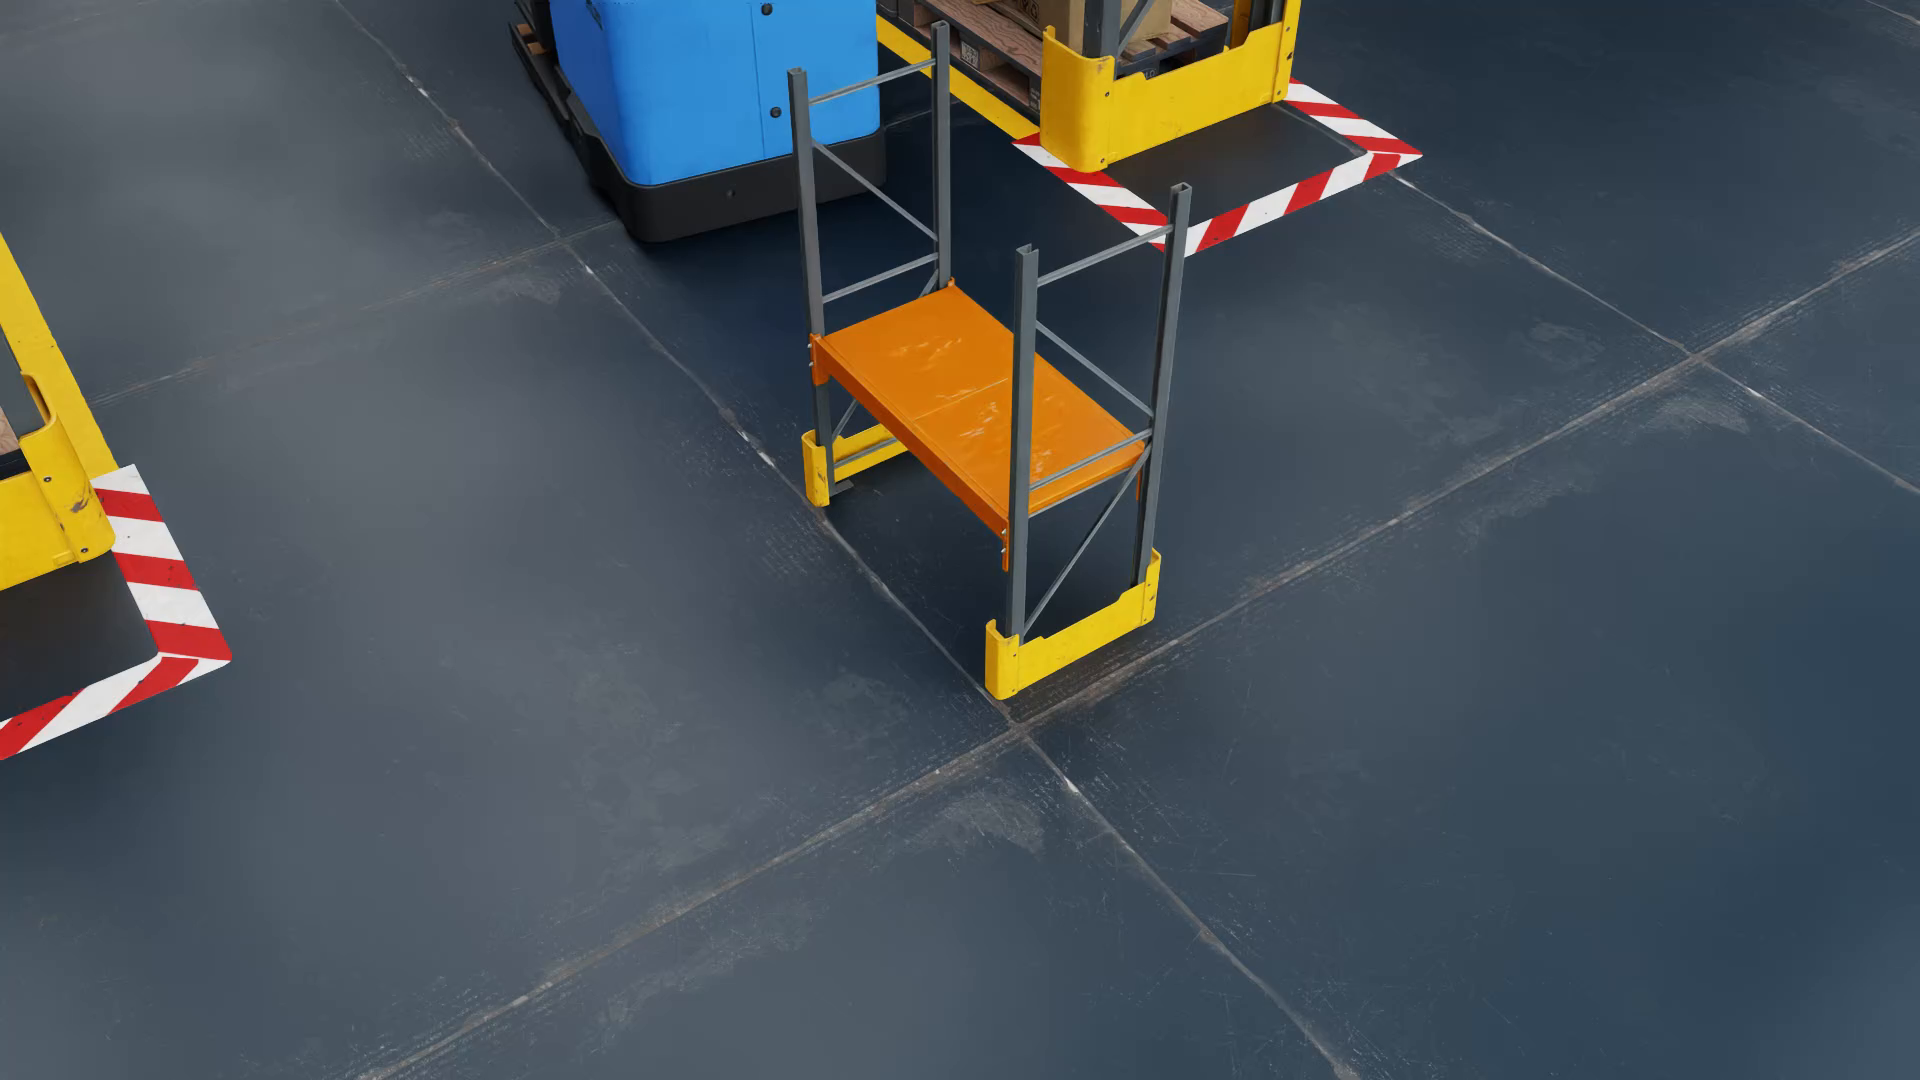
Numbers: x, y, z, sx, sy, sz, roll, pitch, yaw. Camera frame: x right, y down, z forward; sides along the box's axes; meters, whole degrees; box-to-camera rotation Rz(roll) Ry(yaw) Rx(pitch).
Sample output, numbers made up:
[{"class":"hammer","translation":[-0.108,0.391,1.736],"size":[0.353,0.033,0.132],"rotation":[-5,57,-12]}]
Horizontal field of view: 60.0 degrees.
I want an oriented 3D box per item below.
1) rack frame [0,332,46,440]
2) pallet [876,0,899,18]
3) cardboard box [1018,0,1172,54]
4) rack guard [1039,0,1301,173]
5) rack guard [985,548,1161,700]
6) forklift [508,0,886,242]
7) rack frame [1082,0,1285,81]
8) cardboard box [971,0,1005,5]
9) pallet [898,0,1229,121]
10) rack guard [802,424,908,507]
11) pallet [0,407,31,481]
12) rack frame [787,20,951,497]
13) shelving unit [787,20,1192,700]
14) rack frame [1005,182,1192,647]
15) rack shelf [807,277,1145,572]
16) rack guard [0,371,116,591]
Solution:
[{"class":"rack frame","translation":[-3.134,-0.904,4.024],"size":[1.000,3.000,0.127],"rotation":[-26,49,-24]},{"class":"pallet","translation":[-0.244,-3.059,8.302],"size":[1.003,0.211,1.213],"rotation":[-26,49,-24]},{"class":"cardboard box","translation":[0.585,-2.468,7.170],"size":[0.500,0.500,0.500],"rotation":[-17,46,-17]},{"class":"rack guard","translation":[0.885,-1.999,6.982],"size":[1.175,0.500,0.348],"rotation":[-26,49,-24]},{"class":"rack guard","translation":[0.328,0.235,4.823],"size":[0.587,0.250,0.087],"rotation":[-26,49,-24]},{"class":"forklift","translation":[-1.374,-3.218,6.498],"size":[1.130,2.935,3.031],"rotation":[-18,46,-18]},{"class":"rack frame","translation":[0.929,-2.860,6.074],"size":[1.000,3.000,0.127],"rotation":[-26,49,-24]},{"class":"cardboard box","translation":[0.215,-2.793,7.510],"size":[0.500,0.500,0.500],"rotation":[-14,45,-14]},{"class":"pallet","translation":[0.450,-2.369,7.579],"size":[1.003,0.211,1.213],"rotation":[-26,49,-24]},{"class":"rack guard","translation":[-0.241,-0.329,5.414],"size":[0.587,0.250,0.087],"rotation":[-26,49,-24]},{"class":"pallet","translation":[-3.676,-0.382,5.497],"size":[1.003,0.211,1.213],"rotation":[-26,49,-24]},{"class":"rack frame","translation":[-0.242,-0.782,4.983],"size":[0.500,1.500,0.032],"rotation":[-26,49,-24]},{"class":"shelving unit","translation":[0.044,-0.499,4.687],"size":[0.587,1.500,1.083],"rotation":[-26,49,-24]},{"class":"rack frame","translation":[0.340,-0.206,4.380],"size":[0.500,1.500,0.032],"rotation":[-26,49,-24]},{"class":"rack shelf","translation":[0.049,-0.364,4.806],"size":[0.538,0.185,1.000],"rotation":[-26,49,-24]},{"class":"rack guard","translation":[-3.216,-0.024,4.913],"size":[1.175,0.500,0.348],"rotation":[-26,49,-24]}]
